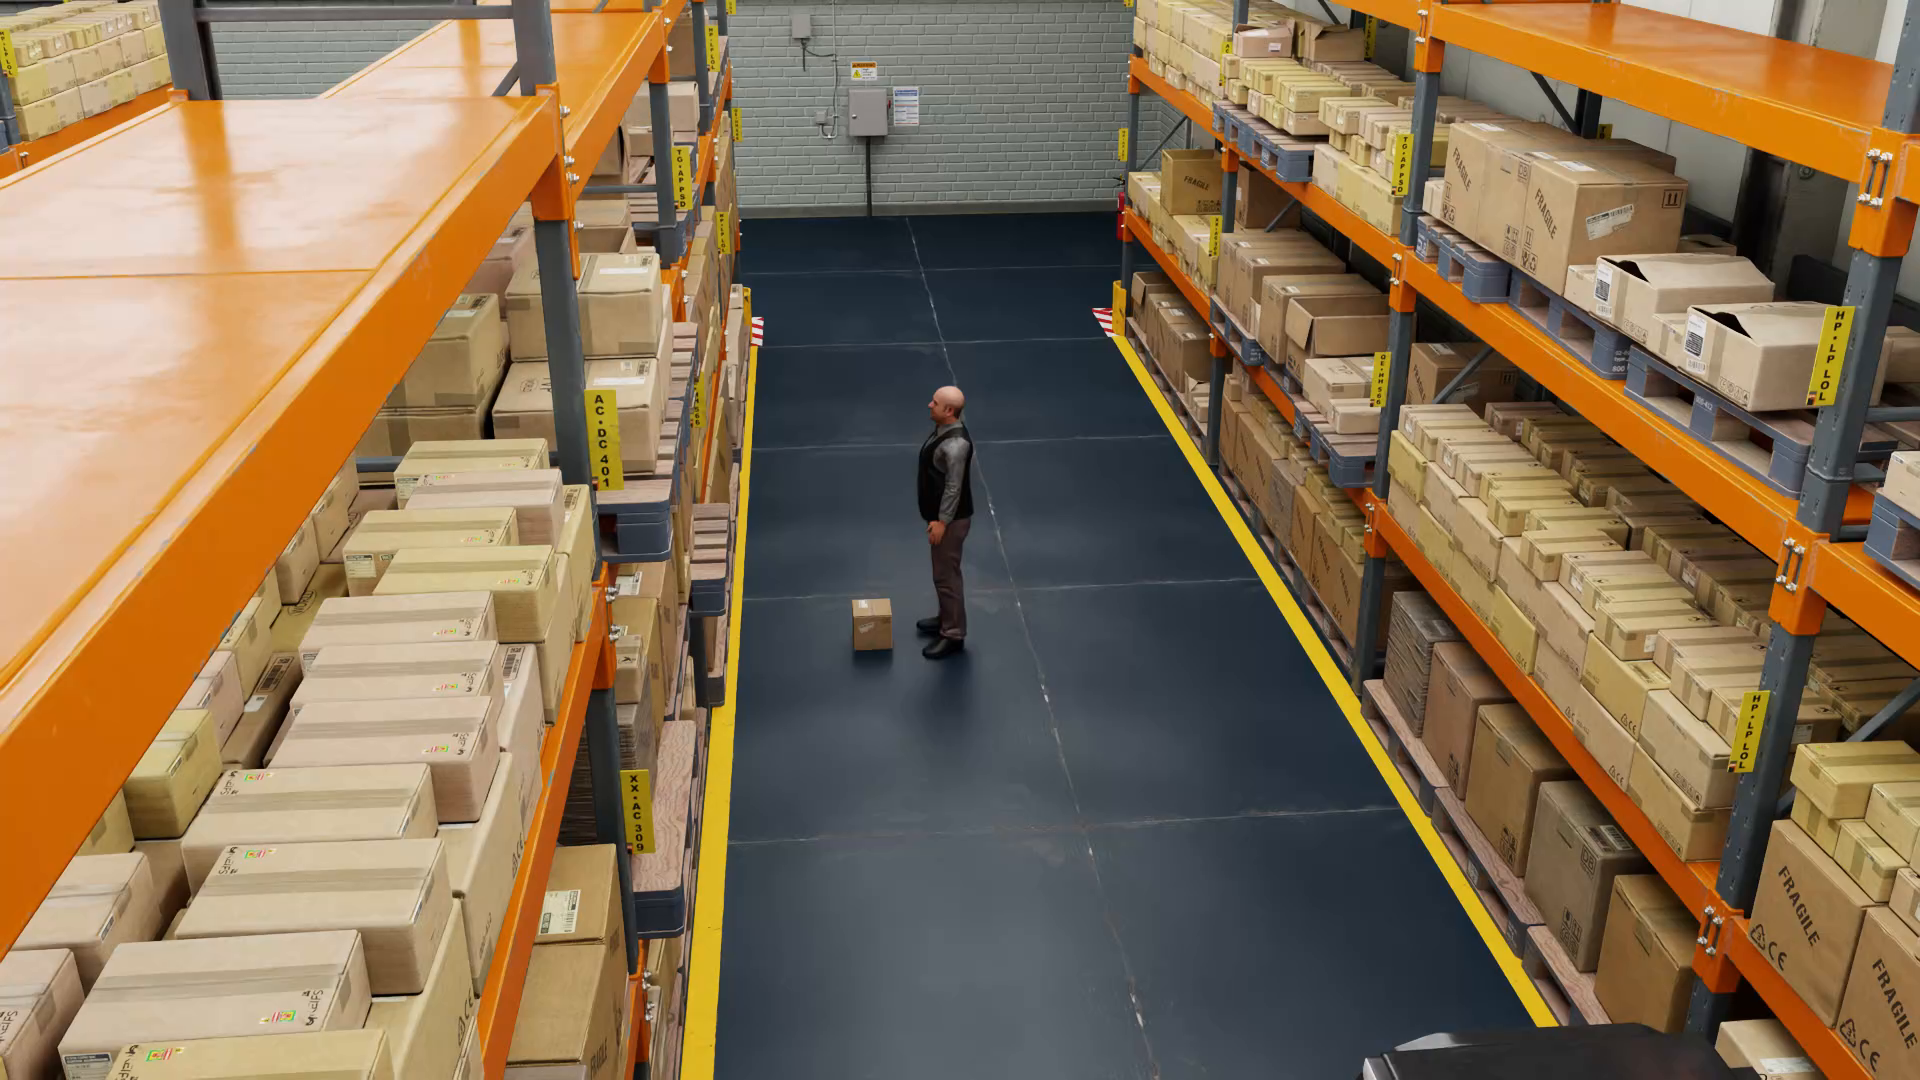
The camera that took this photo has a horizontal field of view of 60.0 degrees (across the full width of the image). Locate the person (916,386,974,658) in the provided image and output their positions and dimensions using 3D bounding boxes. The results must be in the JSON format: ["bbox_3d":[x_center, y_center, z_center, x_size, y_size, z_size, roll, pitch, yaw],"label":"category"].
[{"bbox_3d":[-0.099,-0.146,10.666,0.364,1.742,0.559,-2,24,-4],"label":"person"}]
